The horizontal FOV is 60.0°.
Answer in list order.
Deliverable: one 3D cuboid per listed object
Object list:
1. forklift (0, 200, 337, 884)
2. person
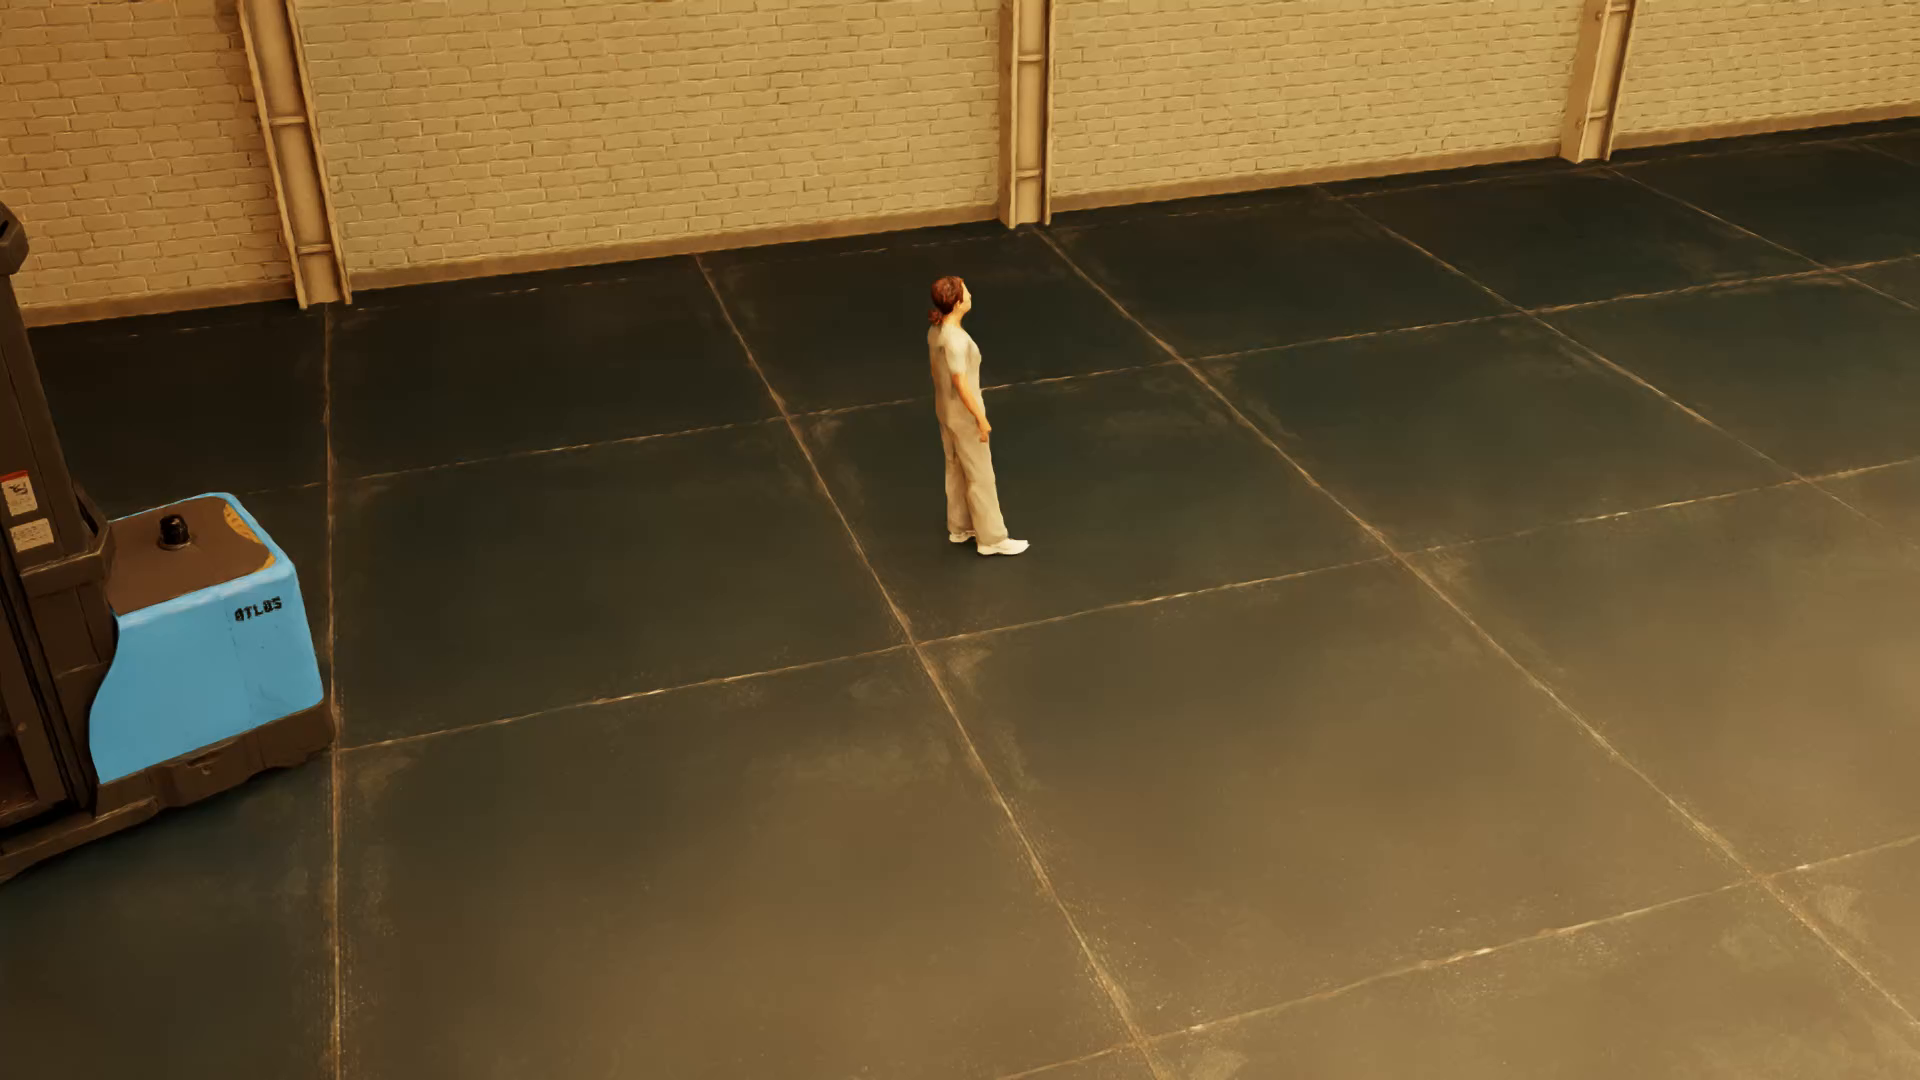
[{"bbox_3d":[-4.543,0.041,7.015,3.031,2.935,1.130,-22,36,-33],"label":"forklift"},{"bbox_3d":[0.074,-0.738,9.614,0.548,1.674,0.550,-10,31,-16],"label":"person"}]
